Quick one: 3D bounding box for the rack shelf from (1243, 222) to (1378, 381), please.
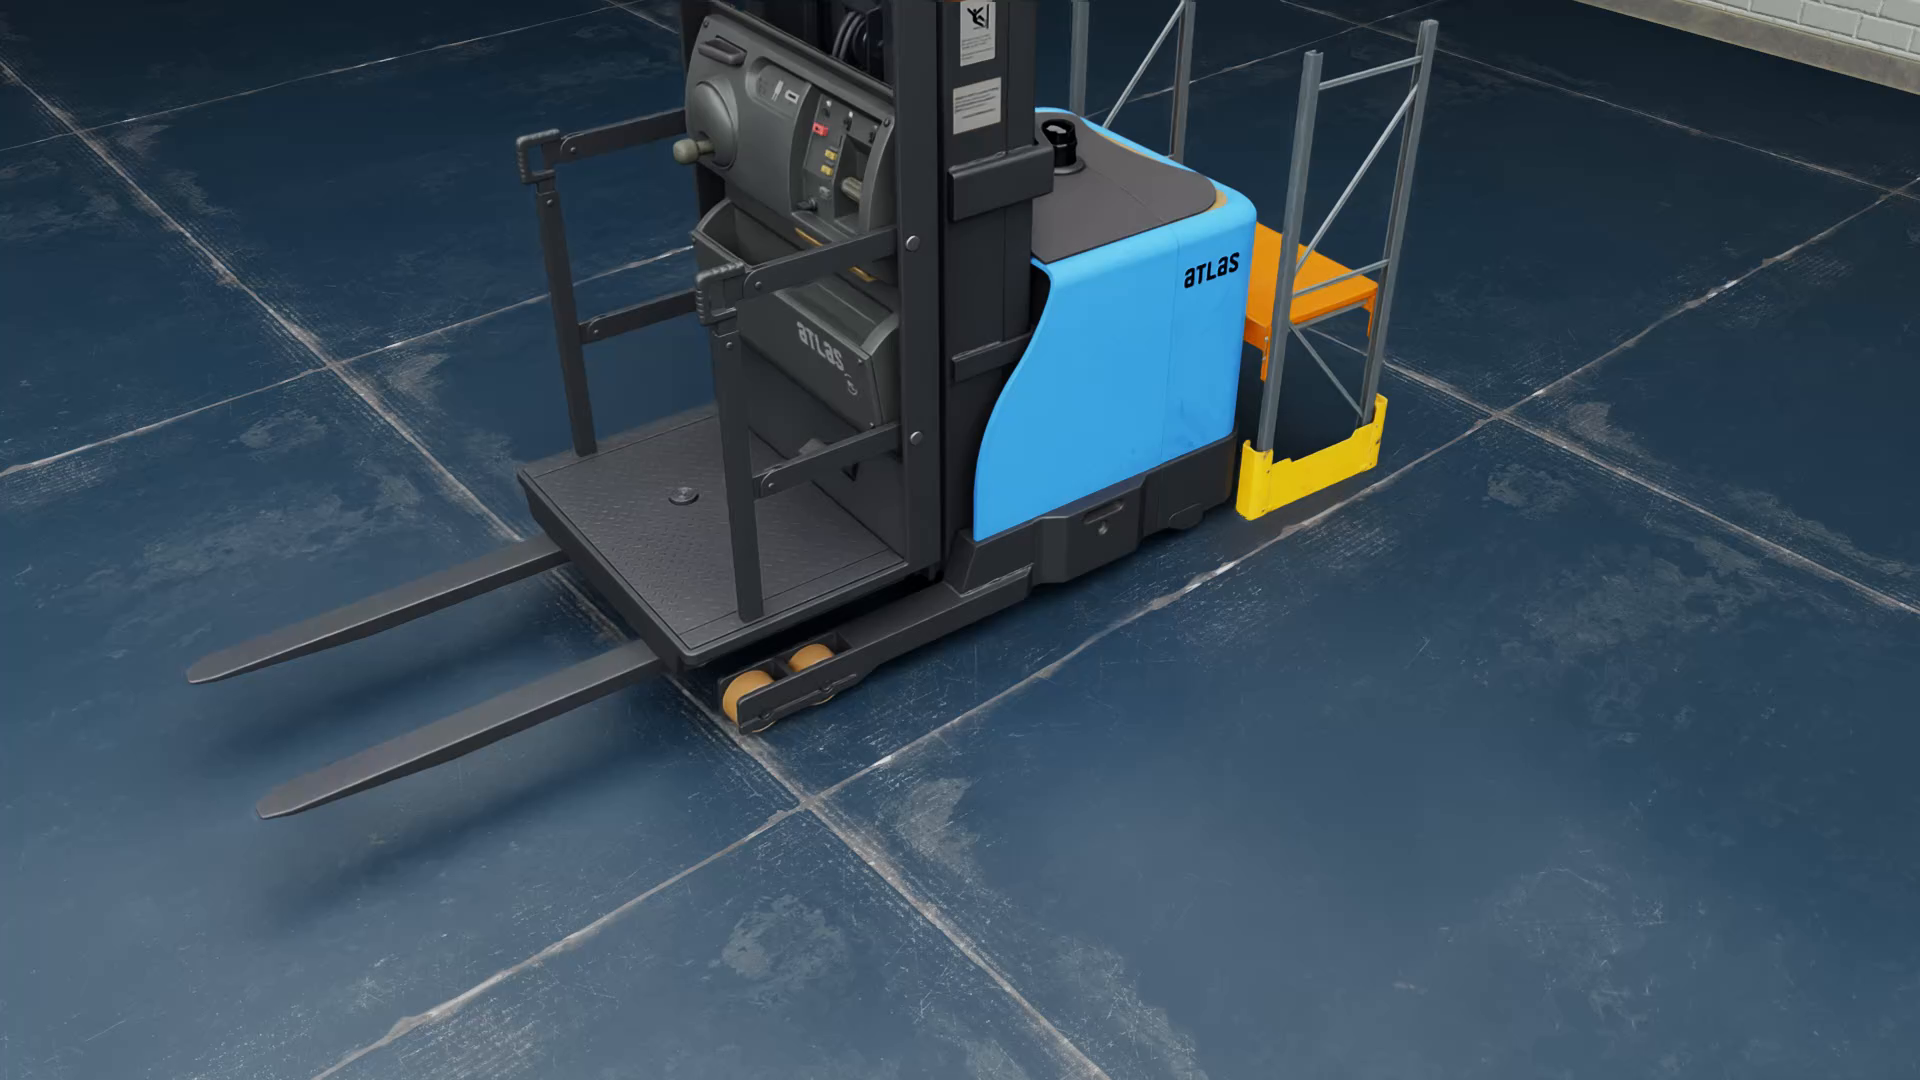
[{"bbox_3d":[0.862,-0.884,5.511,0.538,0.185,1.000,-22,41,-28],"label":"rack shelf"}]

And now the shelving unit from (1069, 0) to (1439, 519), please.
[{"bbox_3d":[0.867,-1.027,5.401,0.587,1.500,1.083,-22,41,-28],"label":"shelving unit"}]

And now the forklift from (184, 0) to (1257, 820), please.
[{"bbox_3d":[-0.620,-1.023,4.158,3.031,2.935,1.130,-23,41,-29],"label":"forklift"}]

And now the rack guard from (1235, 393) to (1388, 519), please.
[{"bbox_3d":[1.149,-0.280,5.428,0.587,0.250,0.087,-22,41,-28],"label":"rack guard"}]

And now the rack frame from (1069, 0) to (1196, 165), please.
[{"bbox_3d":[0.573,-1.273,5.749,0.500,1.500,0.032,-22,41,-28],"label":"rack frame"}]

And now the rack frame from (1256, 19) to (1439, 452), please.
[{"bbox_3d":[1.151,-0.789,5.066,0.500,1.500,0.032,-22,41,-28],"label":"rack frame"}]
